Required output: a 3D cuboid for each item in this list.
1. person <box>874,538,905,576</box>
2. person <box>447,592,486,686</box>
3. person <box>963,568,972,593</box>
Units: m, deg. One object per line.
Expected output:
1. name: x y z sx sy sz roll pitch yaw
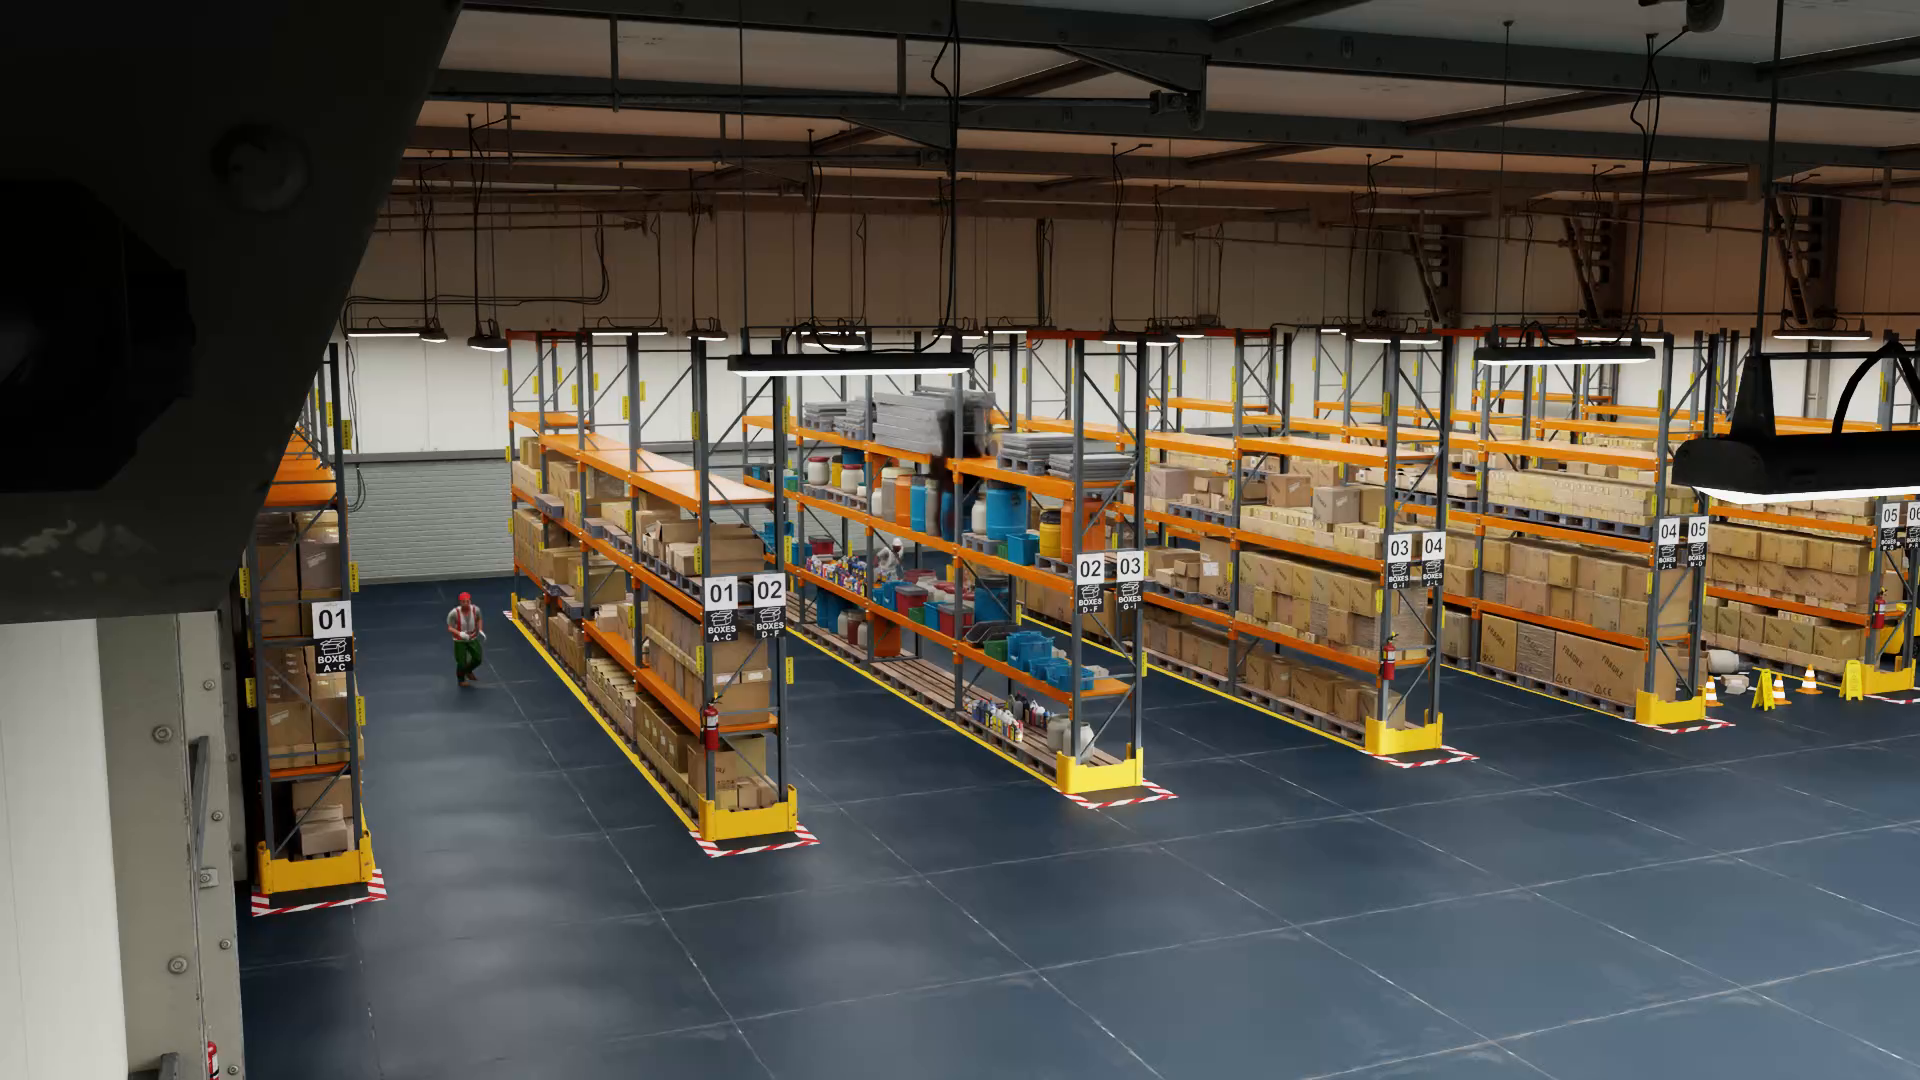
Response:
1. person: -1.558 0.707 35.718 0.701 1.580 0.964 -6 10 -38
2. person: -8.350 1.688 28.153 0.682 1.672 0.766 -5 10 -35
3. person: -0.046 1.284 31.586 0.545 1.552 0.692 -6 10 -39
